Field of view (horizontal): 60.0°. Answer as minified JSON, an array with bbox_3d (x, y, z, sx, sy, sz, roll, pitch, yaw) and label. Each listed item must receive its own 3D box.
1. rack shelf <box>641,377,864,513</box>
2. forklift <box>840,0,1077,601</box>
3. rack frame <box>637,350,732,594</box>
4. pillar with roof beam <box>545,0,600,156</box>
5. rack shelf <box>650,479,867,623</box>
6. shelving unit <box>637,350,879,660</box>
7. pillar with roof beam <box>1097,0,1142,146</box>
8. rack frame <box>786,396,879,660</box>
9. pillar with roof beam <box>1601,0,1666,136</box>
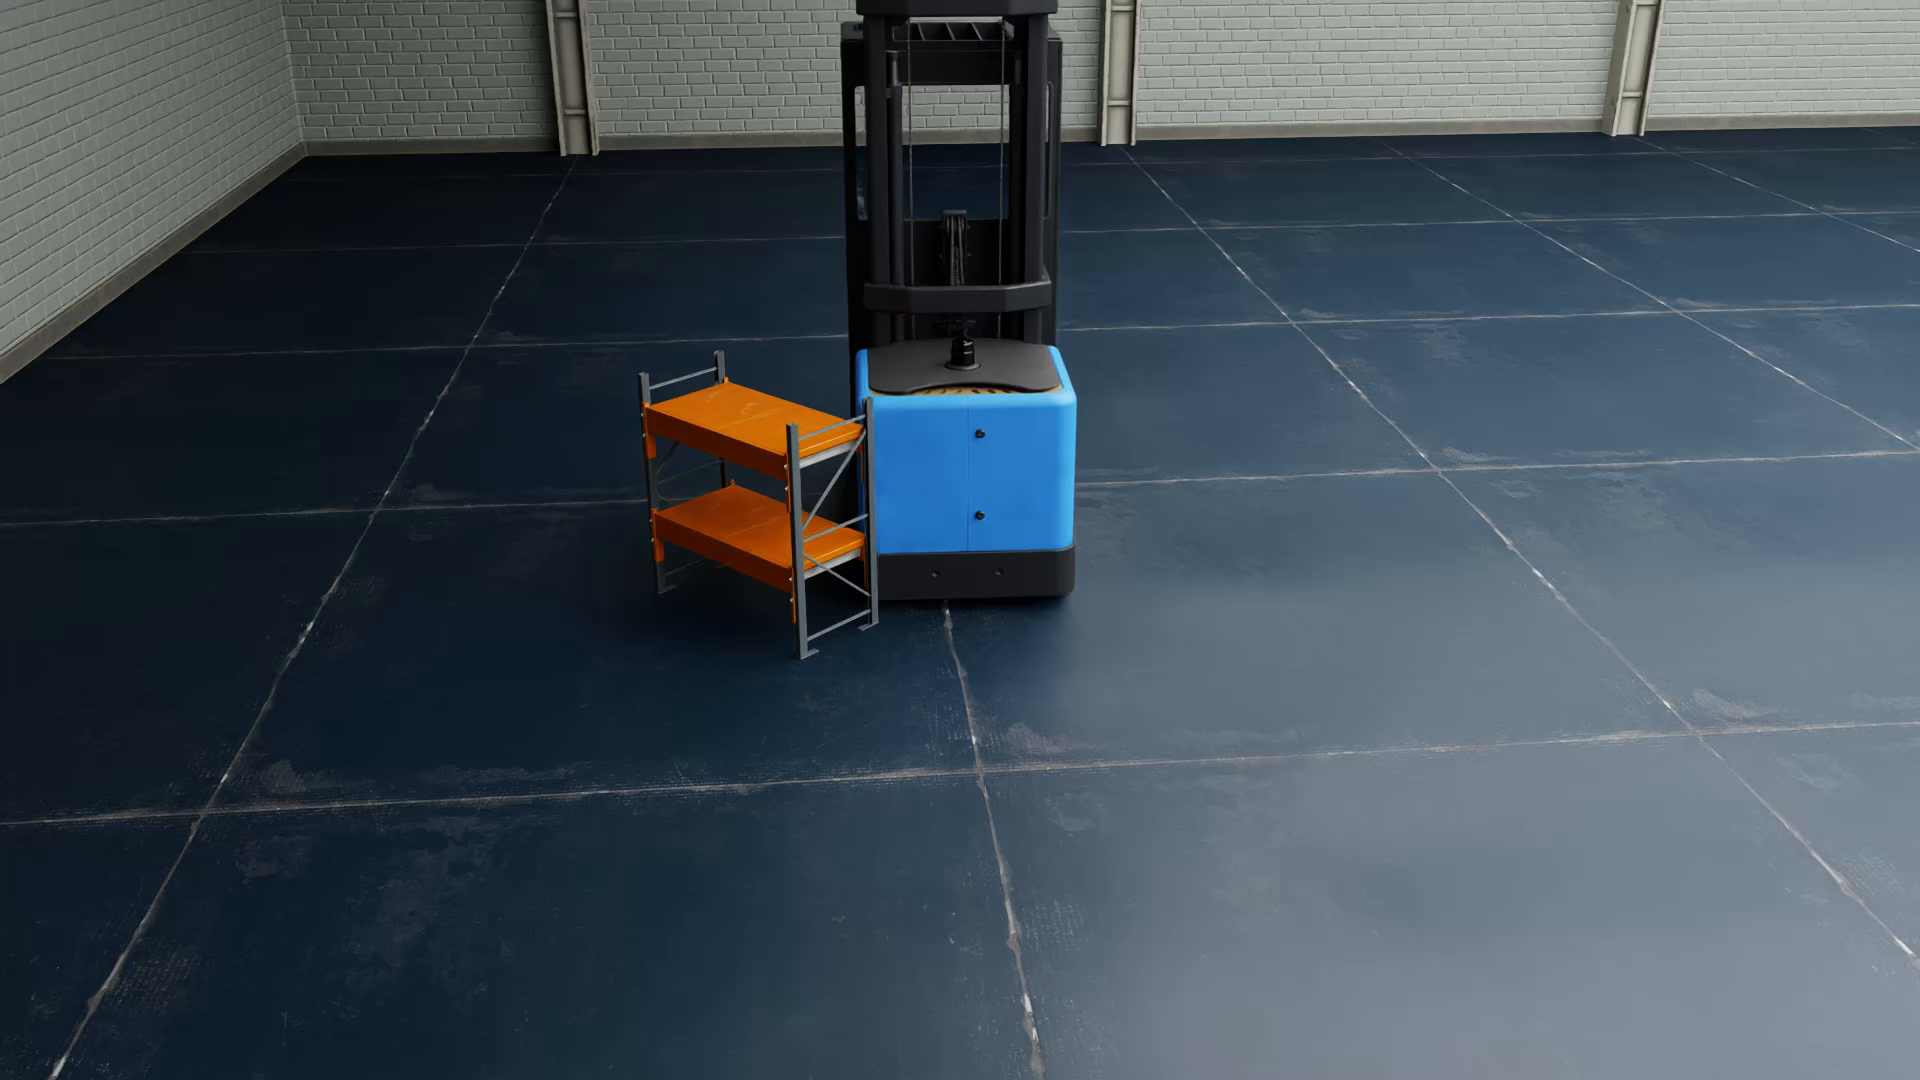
[{"bbox_3d":[-0.942,-0.455,7.669,1.000,0.278,0.538,20,31,38],"label":"rack shelf"},{"bbox_3d":[-0.057,-1.608,8.760,1.130,2.935,3.031,-1,24,-3],"label":"forklift"},{"bbox_3d":[-1.319,-0.326,8.099,0.032,1.125,0.500,20,31,38],"label":"rack frame"},{"bbox_3d":[-3.775,-6.652,12.637,0.400,9.000,9.100,-2,24,-5],"label":"pillar with roof beam"},{"bbox_3d":[-0.942,0.035,7.887,1.000,0.278,0.538,20,31,38],"label":"rack shelf"},{"bbox_3d":[-0.942,-0.188,7.788,1.048,1.125,0.538,20,31,38],"label":"shelving unit"},{"bbox_3d":[2.196,-6.892,13.176,0.400,9.000,9.100,-2,24,-5],"label":"pillar with roof beam"},{"bbox_3d":[-0.564,-0.050,7.477,0.032,1.125,0.500,20,31,38],"label":"rack frame"},{"bbox_3d":[8.167,-7.131,13.715,0.400,9.000,9.100,-2,24,-5],"label":"pillar with roof beam"}]
